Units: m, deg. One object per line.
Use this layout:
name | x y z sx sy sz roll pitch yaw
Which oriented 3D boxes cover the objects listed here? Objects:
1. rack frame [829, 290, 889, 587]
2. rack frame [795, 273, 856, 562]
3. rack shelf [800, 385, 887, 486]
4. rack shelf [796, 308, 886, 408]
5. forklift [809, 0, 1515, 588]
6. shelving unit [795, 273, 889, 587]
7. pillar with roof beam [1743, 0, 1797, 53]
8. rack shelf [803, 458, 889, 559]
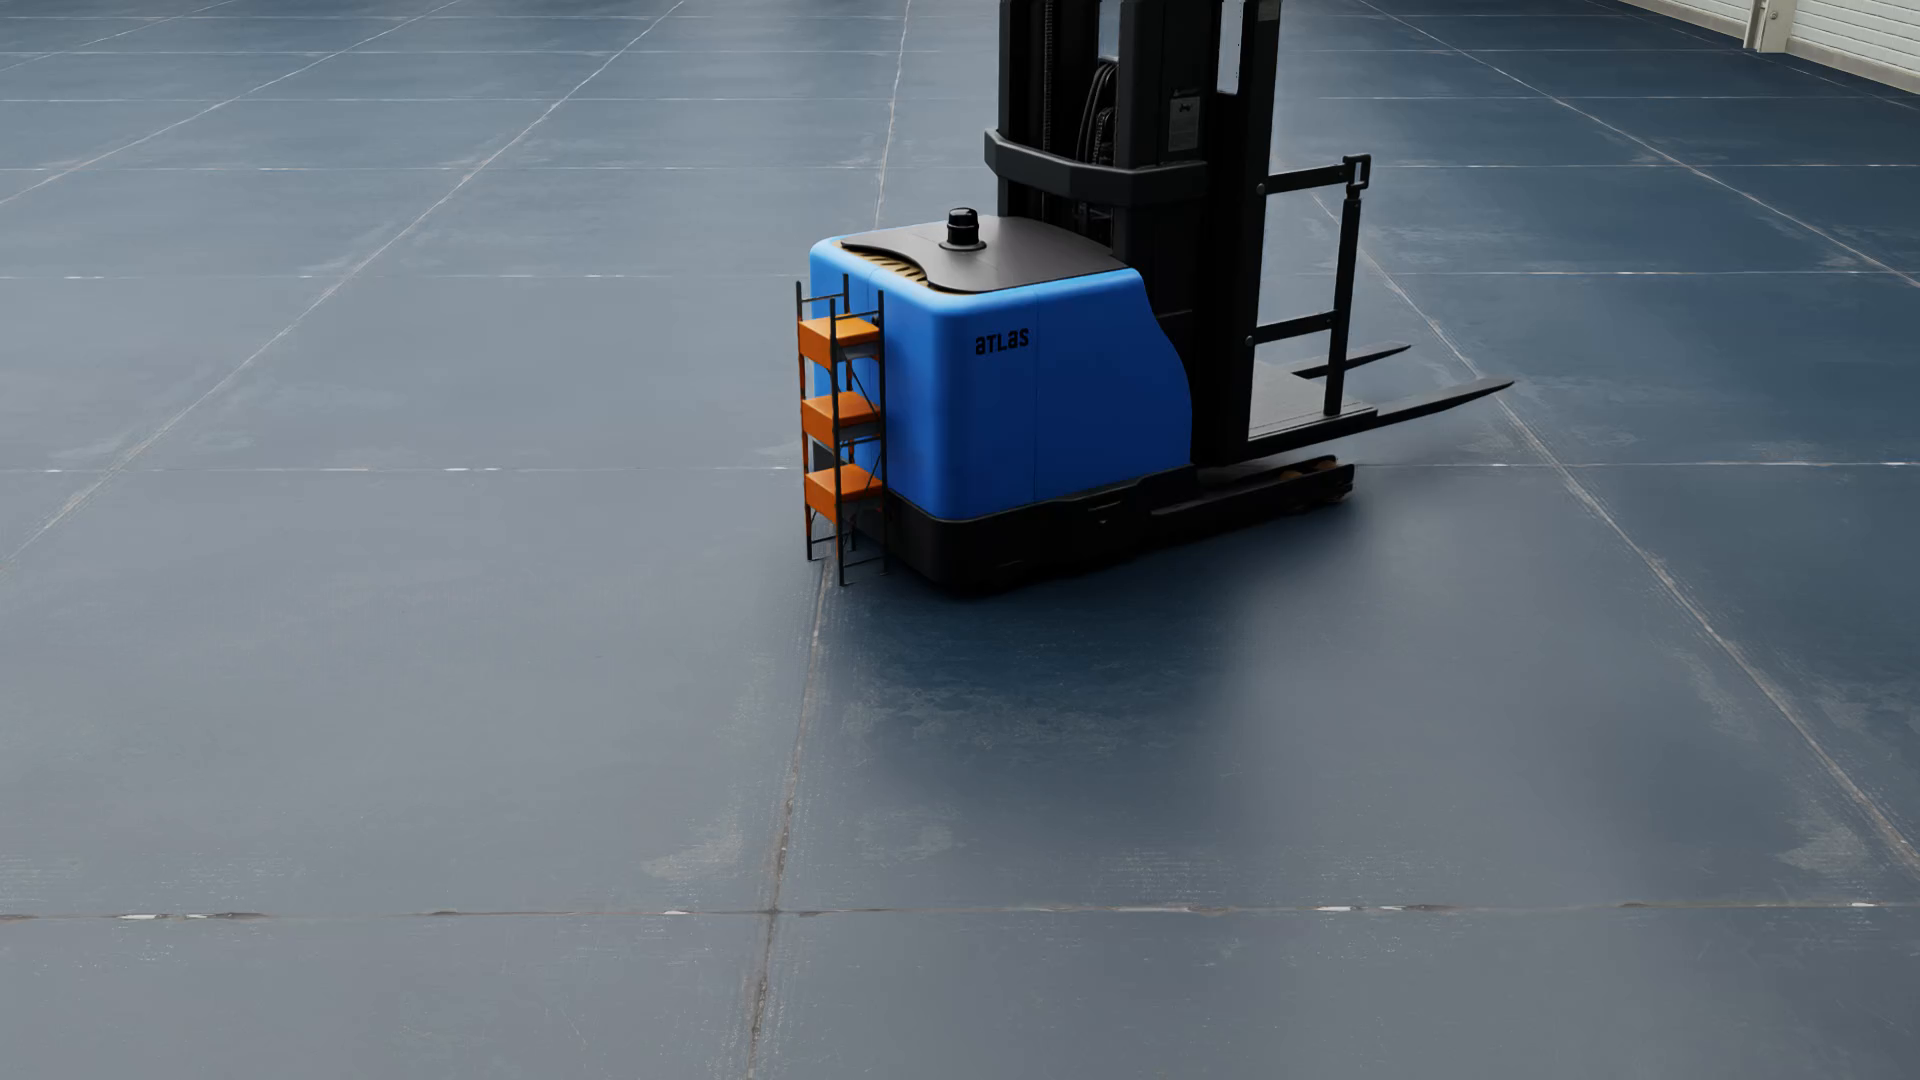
rack frame | -0.342 -0.335 5.715 0.200 1.050 0.008 -15 28 -29
rack frame | -0.471 -0.420 5.904 0.200 1.050 0.008 -15 28 -29
rack shelf | -0.407 -0.367 5.814 0.215 0.259 0.240 -15 28 -29
rack shelf | -0.407 -0.626 5.697 0.215 0.259 0.240 -15 28 -29
forklift | 0.957 -1.609 6.251 3.031 2.935 1.130 -14 28 -29
shelving unit | -0.407 -0.377 5.810 0.215 1.050 0.252 -15 28 -29
pillar with roof beam | 4.380 -9.368 16.044 9.100 9.000 0.400 0 24 -1
rack shelf | -0.406 -0.114 5.929 0.215 0.259 0.240 -15 28 -29
